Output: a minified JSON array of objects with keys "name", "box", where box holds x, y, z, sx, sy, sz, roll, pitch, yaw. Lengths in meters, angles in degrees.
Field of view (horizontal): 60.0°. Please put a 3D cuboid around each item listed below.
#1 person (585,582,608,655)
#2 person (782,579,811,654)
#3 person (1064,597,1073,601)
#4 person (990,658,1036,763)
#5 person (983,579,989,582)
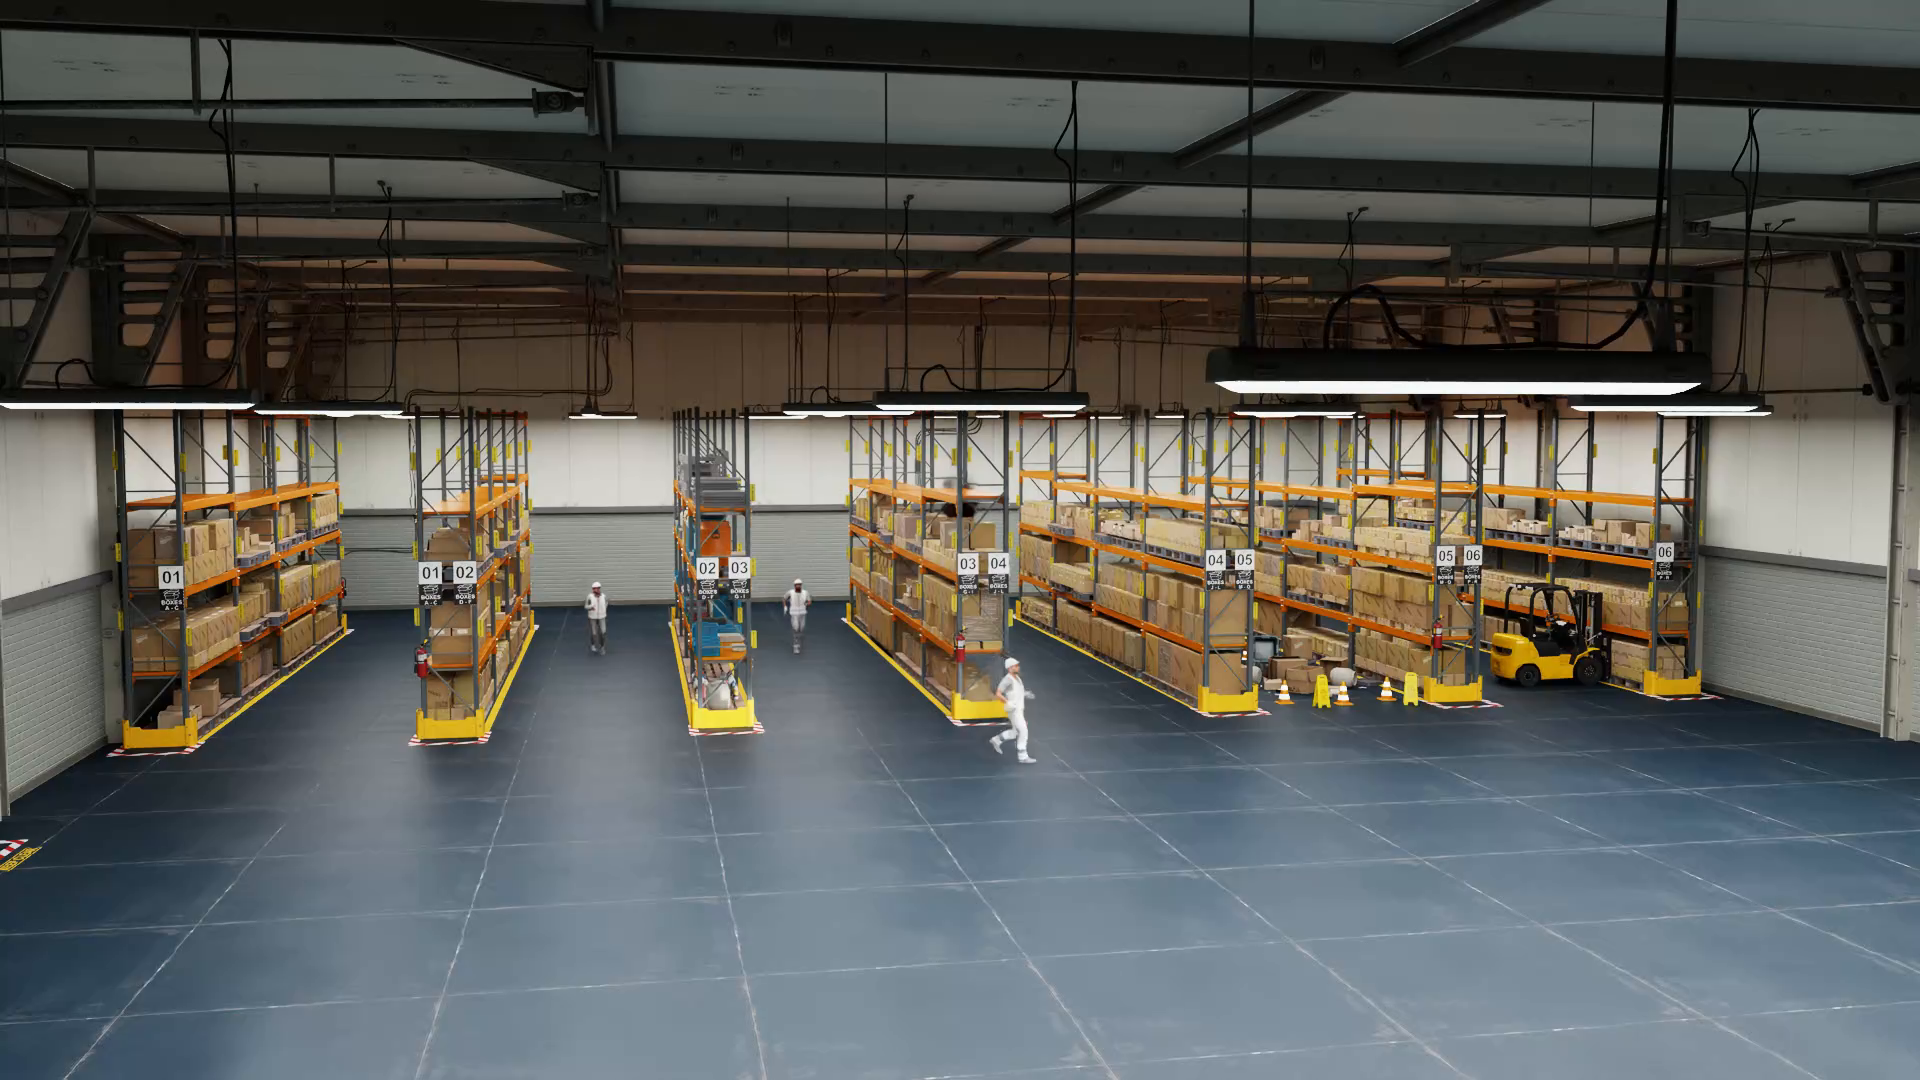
[{"name":"person","box":[-8.944,1.943,40.968,0.603,1.830,0.809,-2,4,-21]},{"name":"person","box":[-4.034,1.890,41.389,0.661,1.847,0.785,-2,4,-22]},{"name":"person","box":[3.386,1.319,50.185,0.576,1.692,0.676,-1,4,-14]},{"name":"person","box":[0.878,2.858,27.930,0.867,1.760,0.669,2,4,21]},{"name":"person","box":[0.668,1.548,47.545,0.721,1.685,0.920,0,4,-3]}]
